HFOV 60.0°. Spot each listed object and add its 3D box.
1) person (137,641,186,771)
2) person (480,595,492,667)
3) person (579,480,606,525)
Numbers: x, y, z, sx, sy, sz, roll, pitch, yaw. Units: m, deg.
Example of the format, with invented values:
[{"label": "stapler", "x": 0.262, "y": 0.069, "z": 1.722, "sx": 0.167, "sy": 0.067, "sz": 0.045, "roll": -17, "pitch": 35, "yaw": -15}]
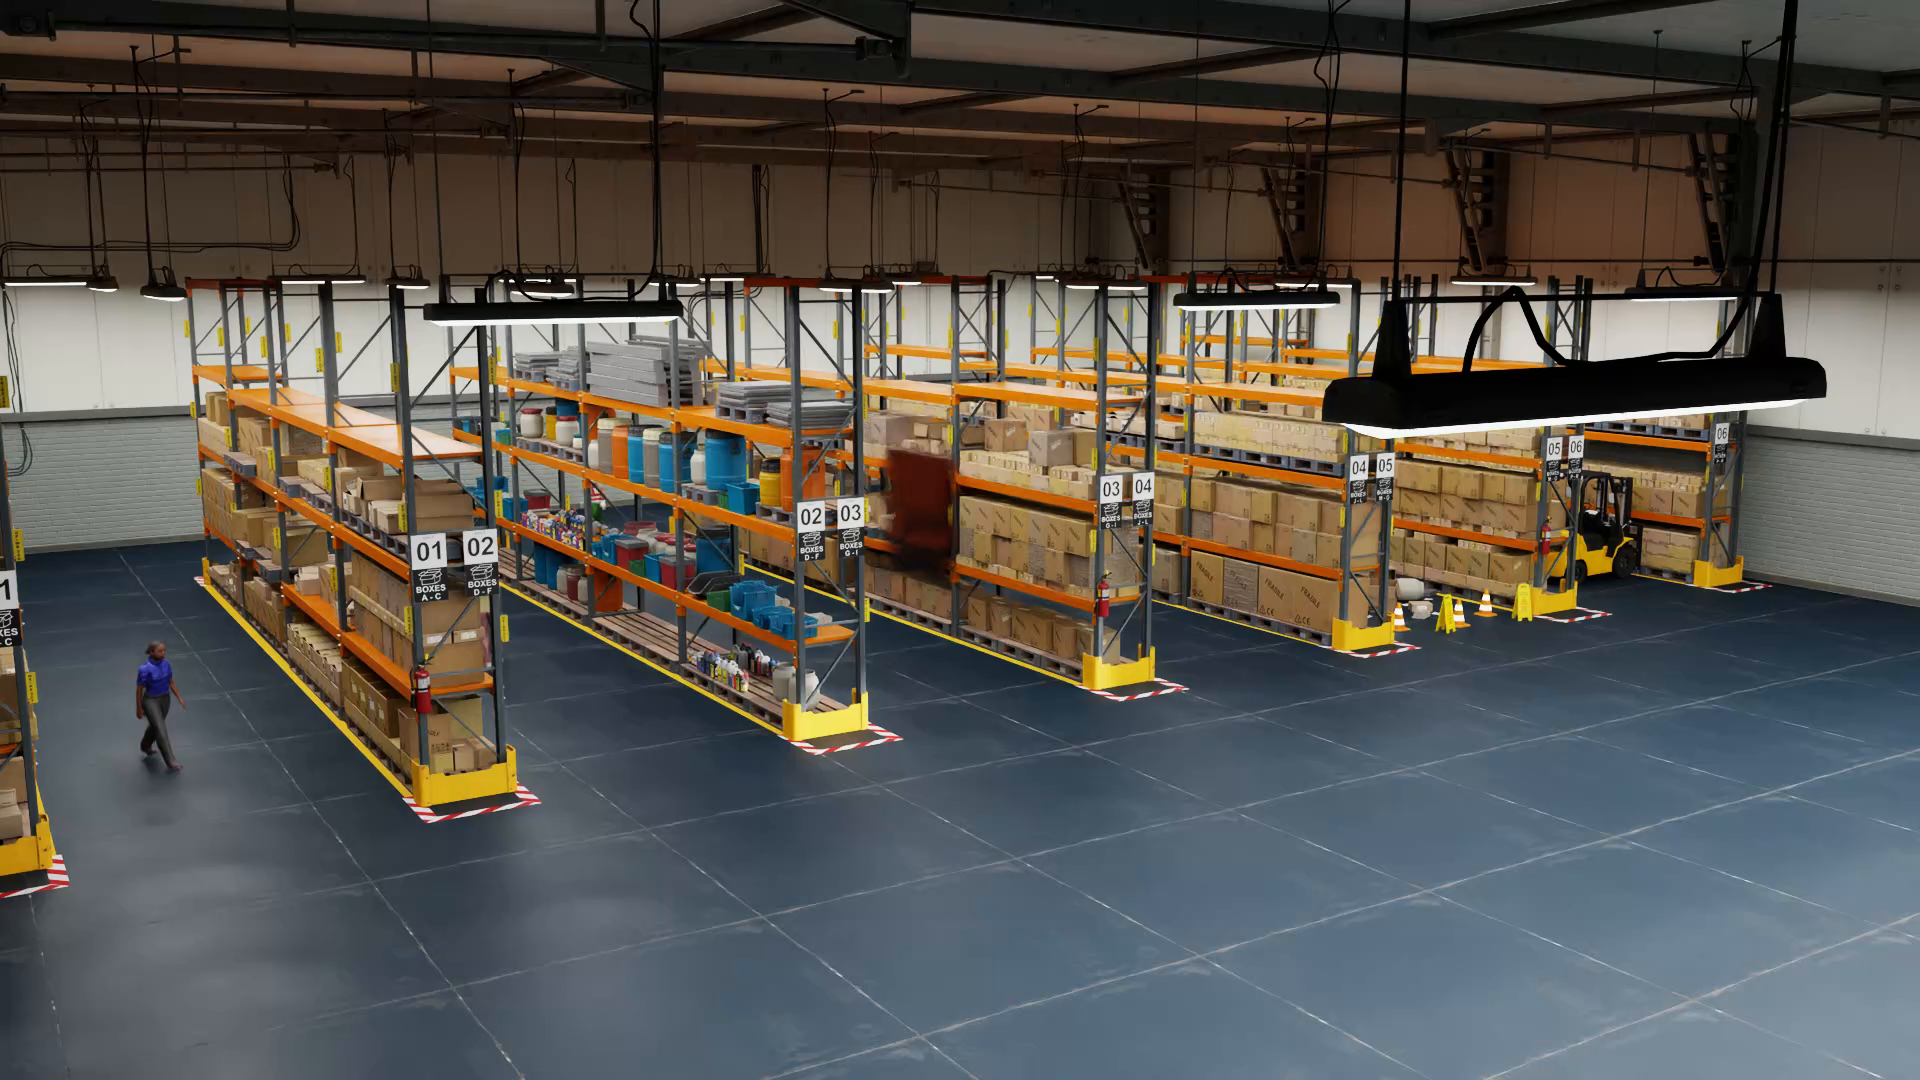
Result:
[{"label": "person", "x": -10.086, "y": 2.041, "z": 20.940, "sx": 1.052, "sy": 1.592, "sz": 0.527, "roll": 6, "pitch": 11, "yaw": 30}, {"label": "person", "x": -7.449, "y": 1.155, "z": 26.051, "sx": 0.459, "sy": 1.654, "sz": 0.482, "roll": -3, "pitch": 10, "yaw": -15}, {"label": "person", "x": -8.326, "y": -0.843, "z": 37.637, "sx": 0.687, "sy": 1.789, "sz": 0.607, "roll": -7, "pitch": 12, "yaw": -37}]
